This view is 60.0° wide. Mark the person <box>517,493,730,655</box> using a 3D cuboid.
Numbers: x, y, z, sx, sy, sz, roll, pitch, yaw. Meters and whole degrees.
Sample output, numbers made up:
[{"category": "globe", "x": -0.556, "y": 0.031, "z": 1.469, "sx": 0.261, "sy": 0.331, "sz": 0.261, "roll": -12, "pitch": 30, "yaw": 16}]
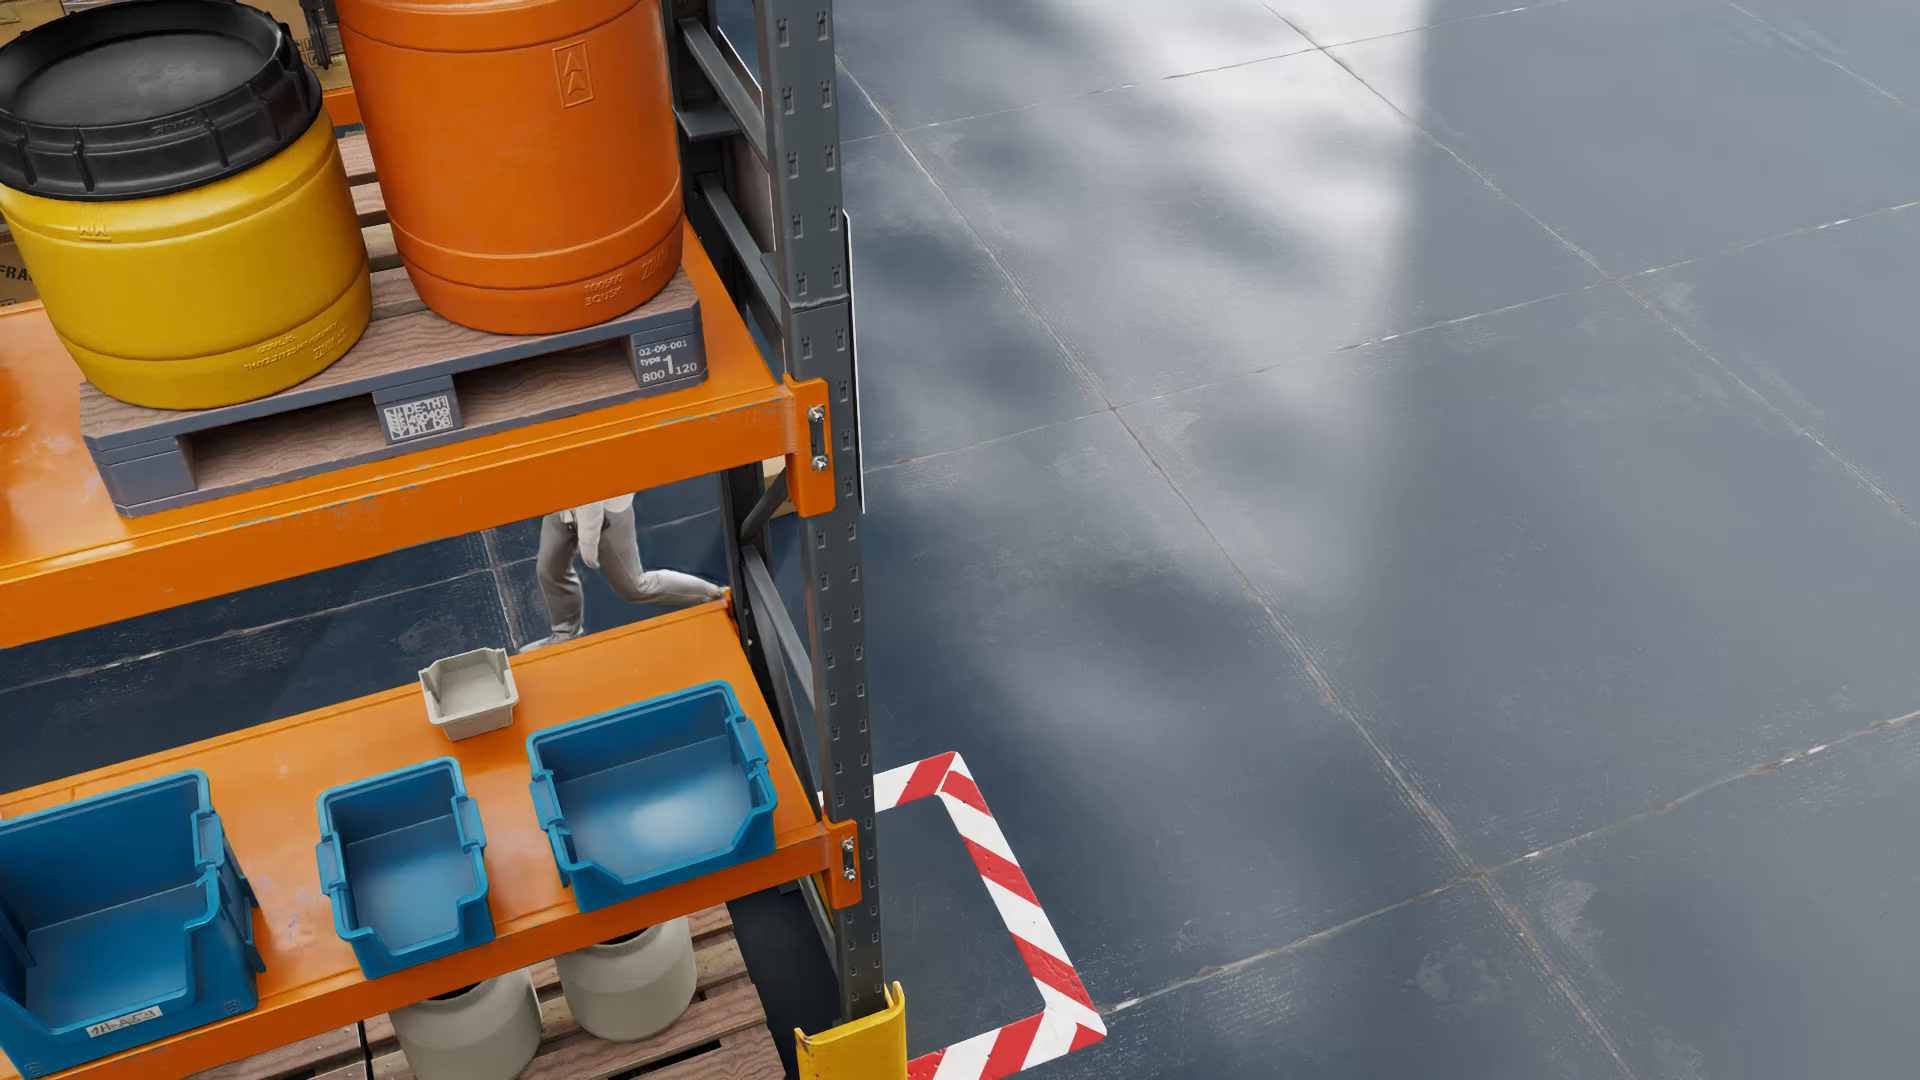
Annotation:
[{"category": "person", "x": -1.344, "y": -0.156, "z": 6.303, "sx": 0.916, "sy": 1.646, "sz": 0.484, "roll": -17, "pitch": 45, "yaw": -18}]
